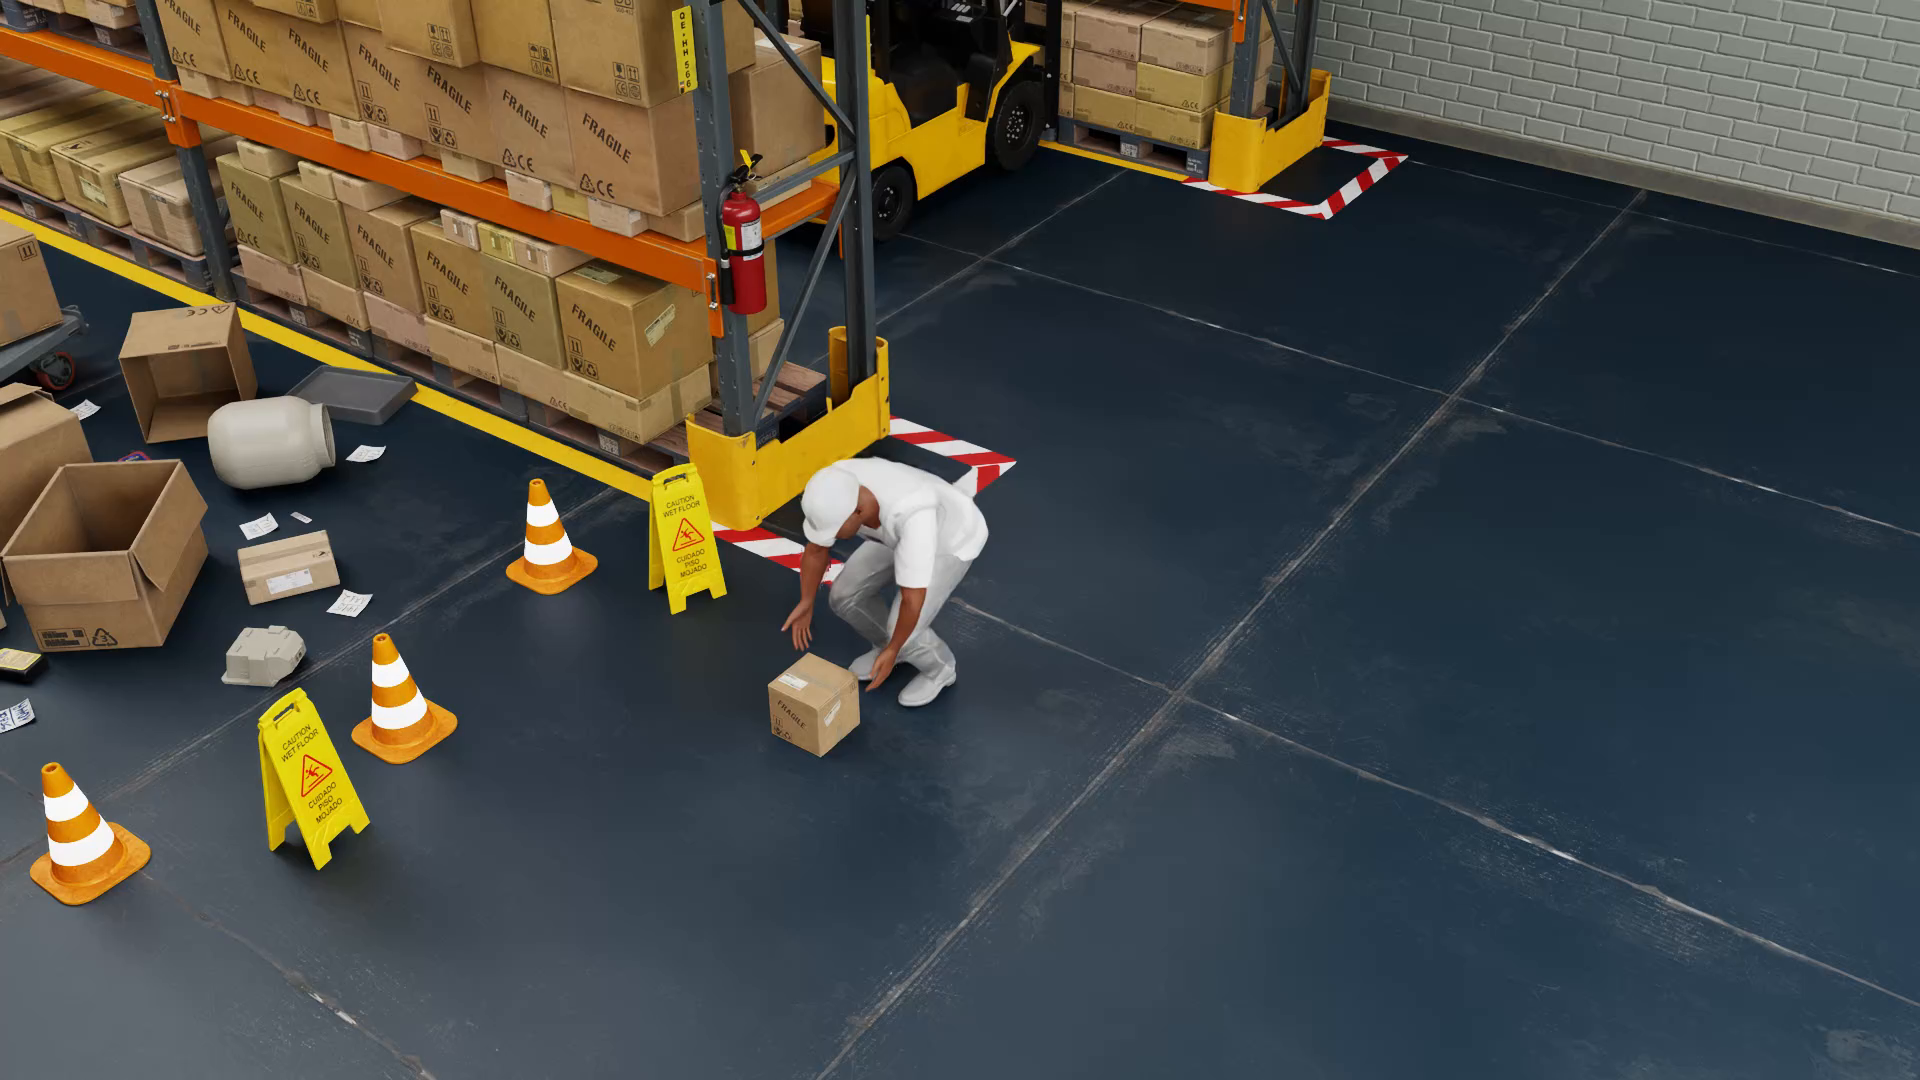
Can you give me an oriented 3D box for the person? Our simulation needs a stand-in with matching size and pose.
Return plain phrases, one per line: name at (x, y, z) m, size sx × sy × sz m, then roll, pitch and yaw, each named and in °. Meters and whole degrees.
person at (-0.251, 0.121, 6.453) m, size 0.847 × 1.196 × 0.619 m, roll -28°, pitch 43°, yaw -35°
